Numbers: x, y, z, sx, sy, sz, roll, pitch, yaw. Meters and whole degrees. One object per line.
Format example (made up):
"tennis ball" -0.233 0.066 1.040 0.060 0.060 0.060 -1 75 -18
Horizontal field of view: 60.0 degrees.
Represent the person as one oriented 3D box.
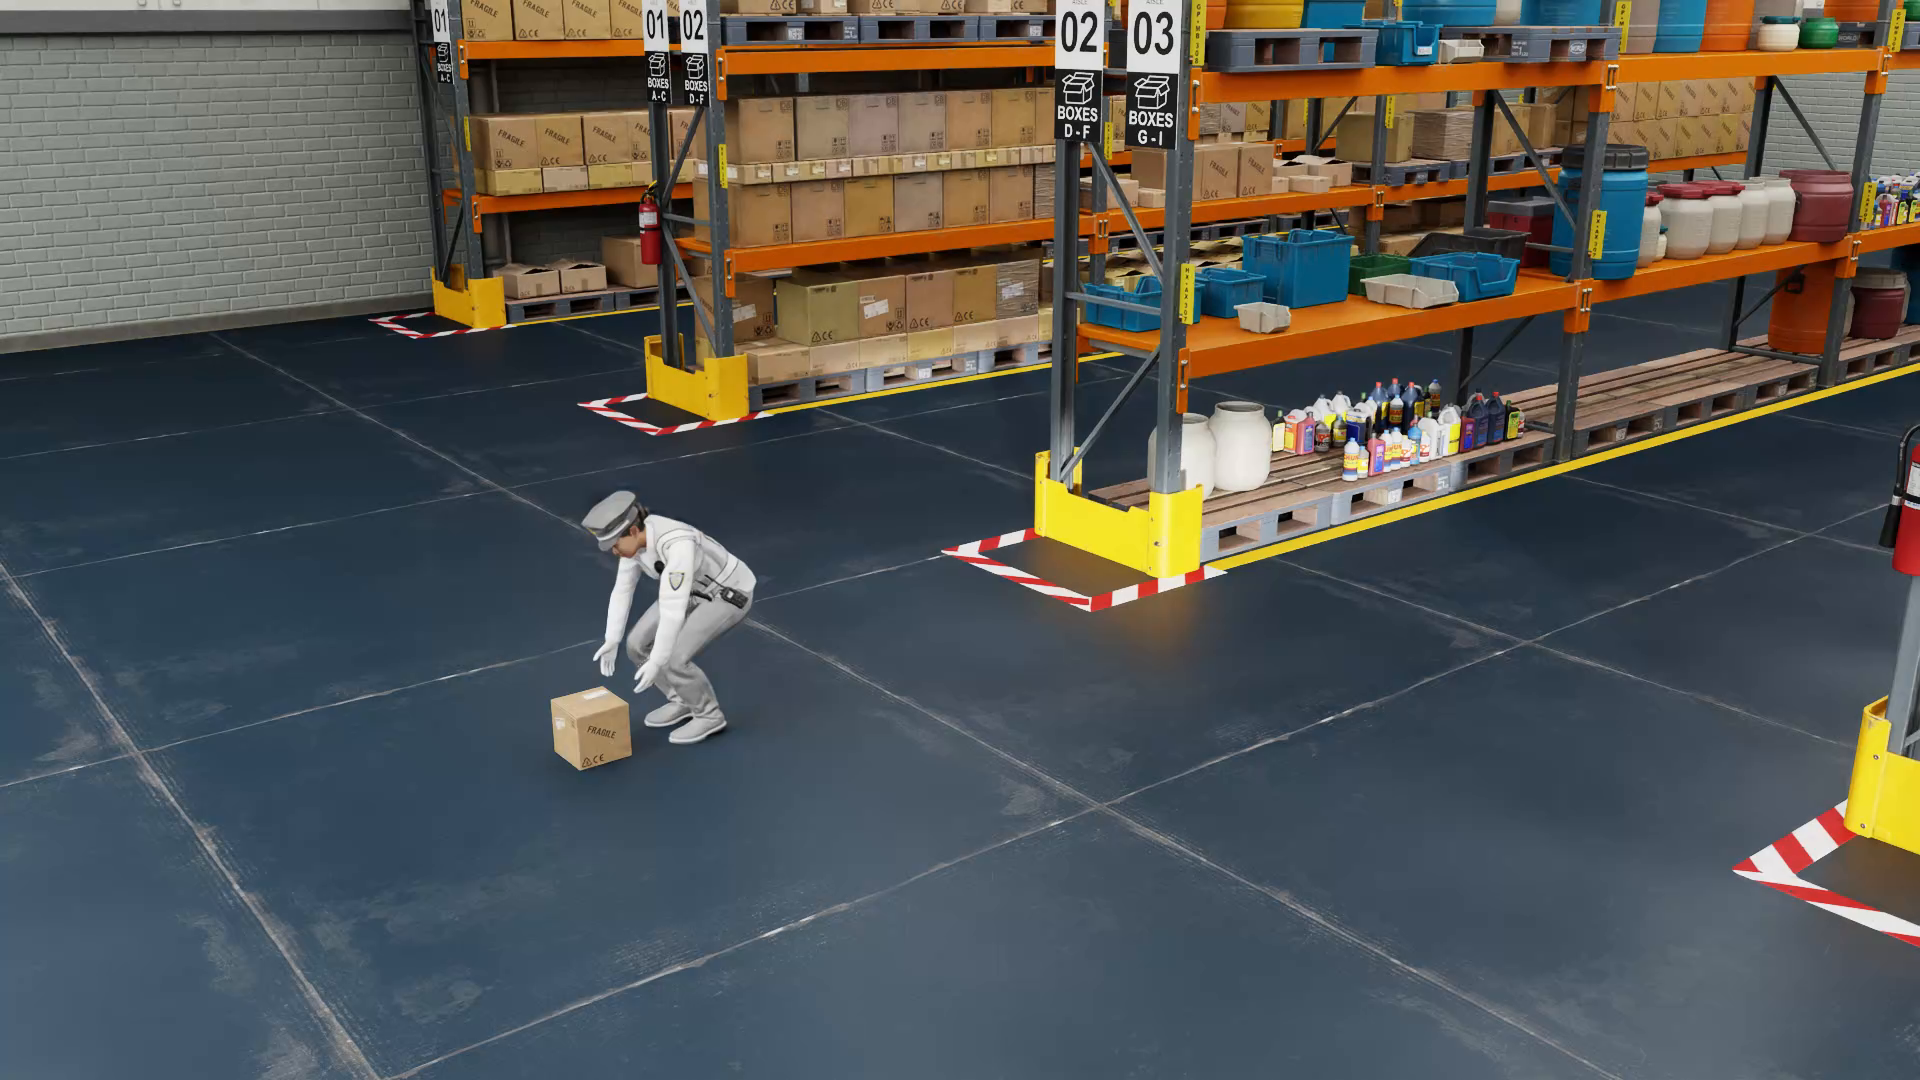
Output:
"person" -1.269 0.317 7.365 0.796 1.180 0.522 -14 22 -36
